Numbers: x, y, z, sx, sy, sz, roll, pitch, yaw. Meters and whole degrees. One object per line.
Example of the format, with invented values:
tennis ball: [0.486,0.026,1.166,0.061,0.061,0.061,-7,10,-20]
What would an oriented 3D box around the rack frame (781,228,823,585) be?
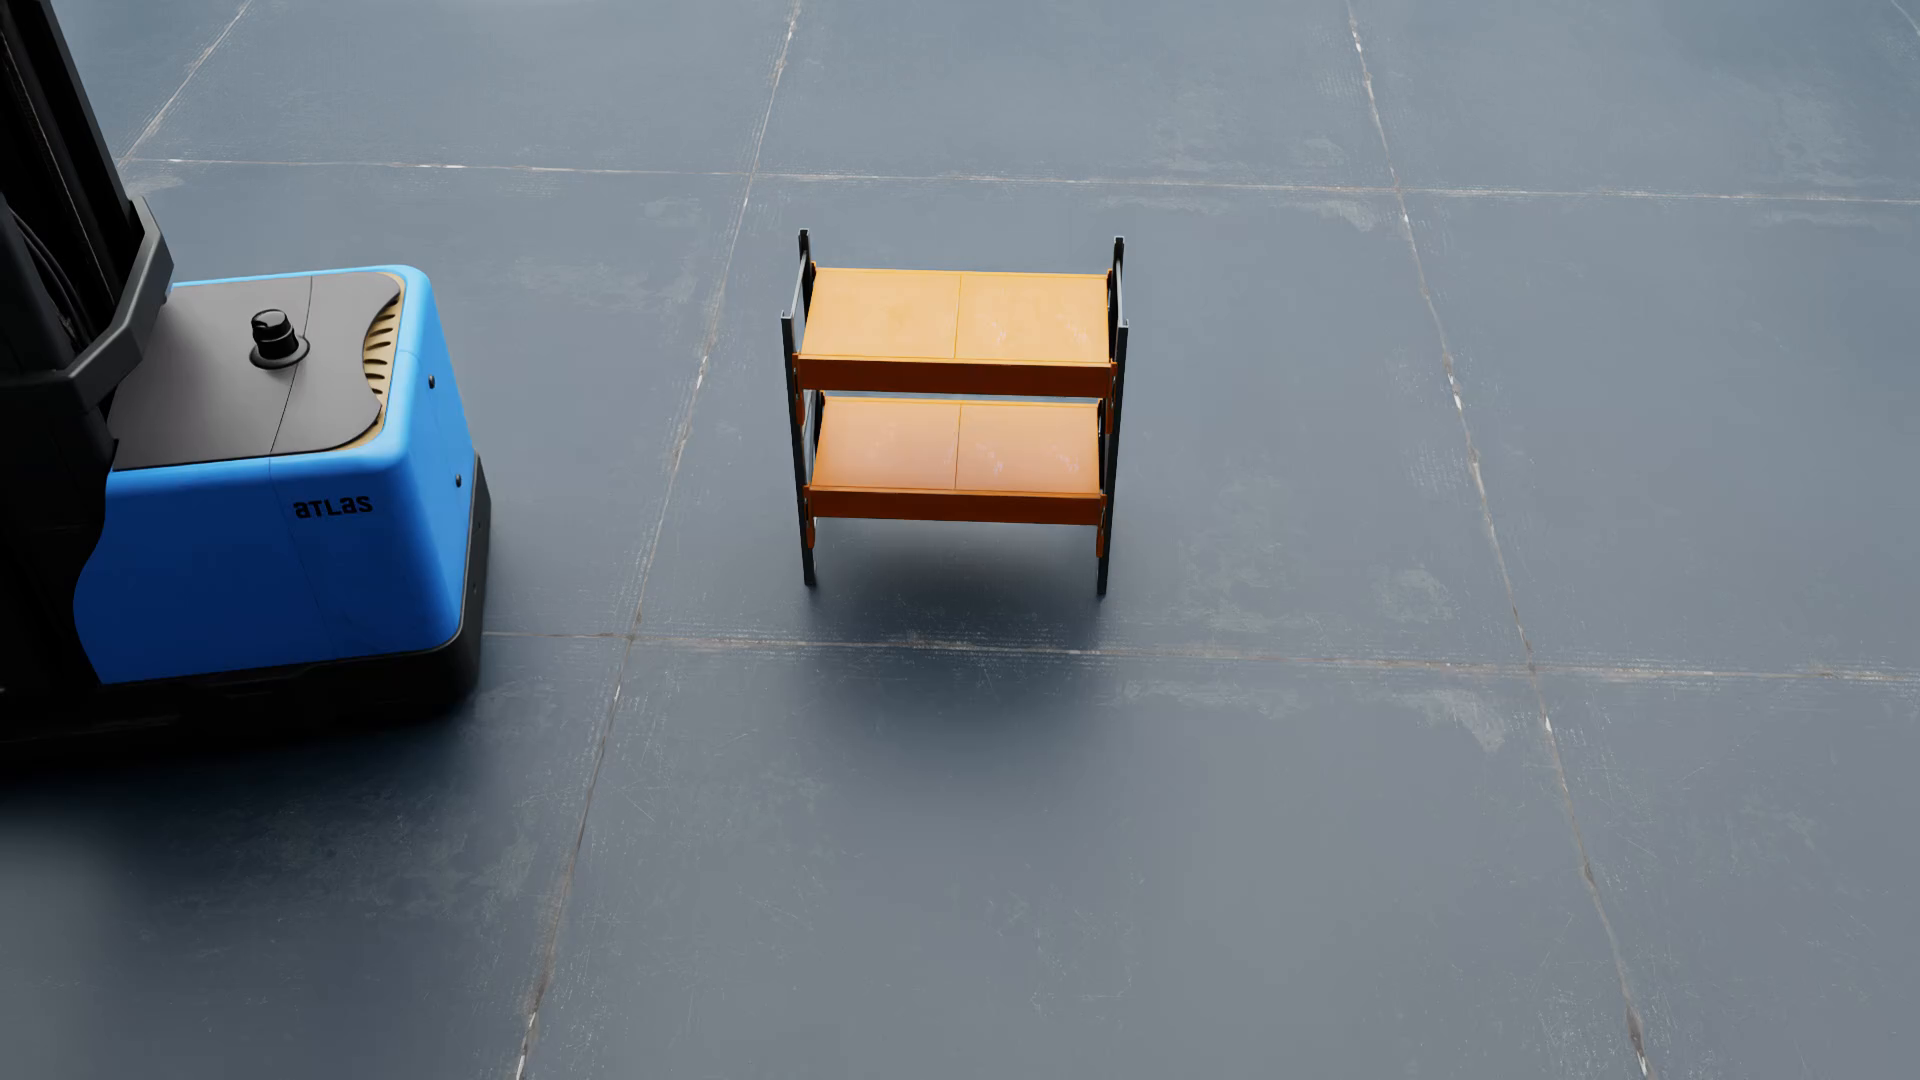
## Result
rack frame: [-0.515,-0.427,5.582,0.032,1.125,0.500,2,43,2]

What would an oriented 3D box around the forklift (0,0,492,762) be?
forklift: [-3.118,-0.705,4.555,3.031,2.935,1.130,-6,43,-6]

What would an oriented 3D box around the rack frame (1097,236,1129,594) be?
rack frame: [0.501,-0.396,5.549,0.032,1.125,0.500,2,43,2]

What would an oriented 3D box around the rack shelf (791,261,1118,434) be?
rack shelf: [-0.007,-0.626,5.366,1.000,0.278,0.538,2,43,2]

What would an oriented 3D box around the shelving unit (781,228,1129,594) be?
shelving unit: [-0.007,-0.412,5.566,1.048,1.125,0.538,2,43,2]

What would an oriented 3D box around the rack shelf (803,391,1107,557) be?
rack shelf: [-0.007,-0.233,5.732,1.000,0.278,0.538,2,43,2]
